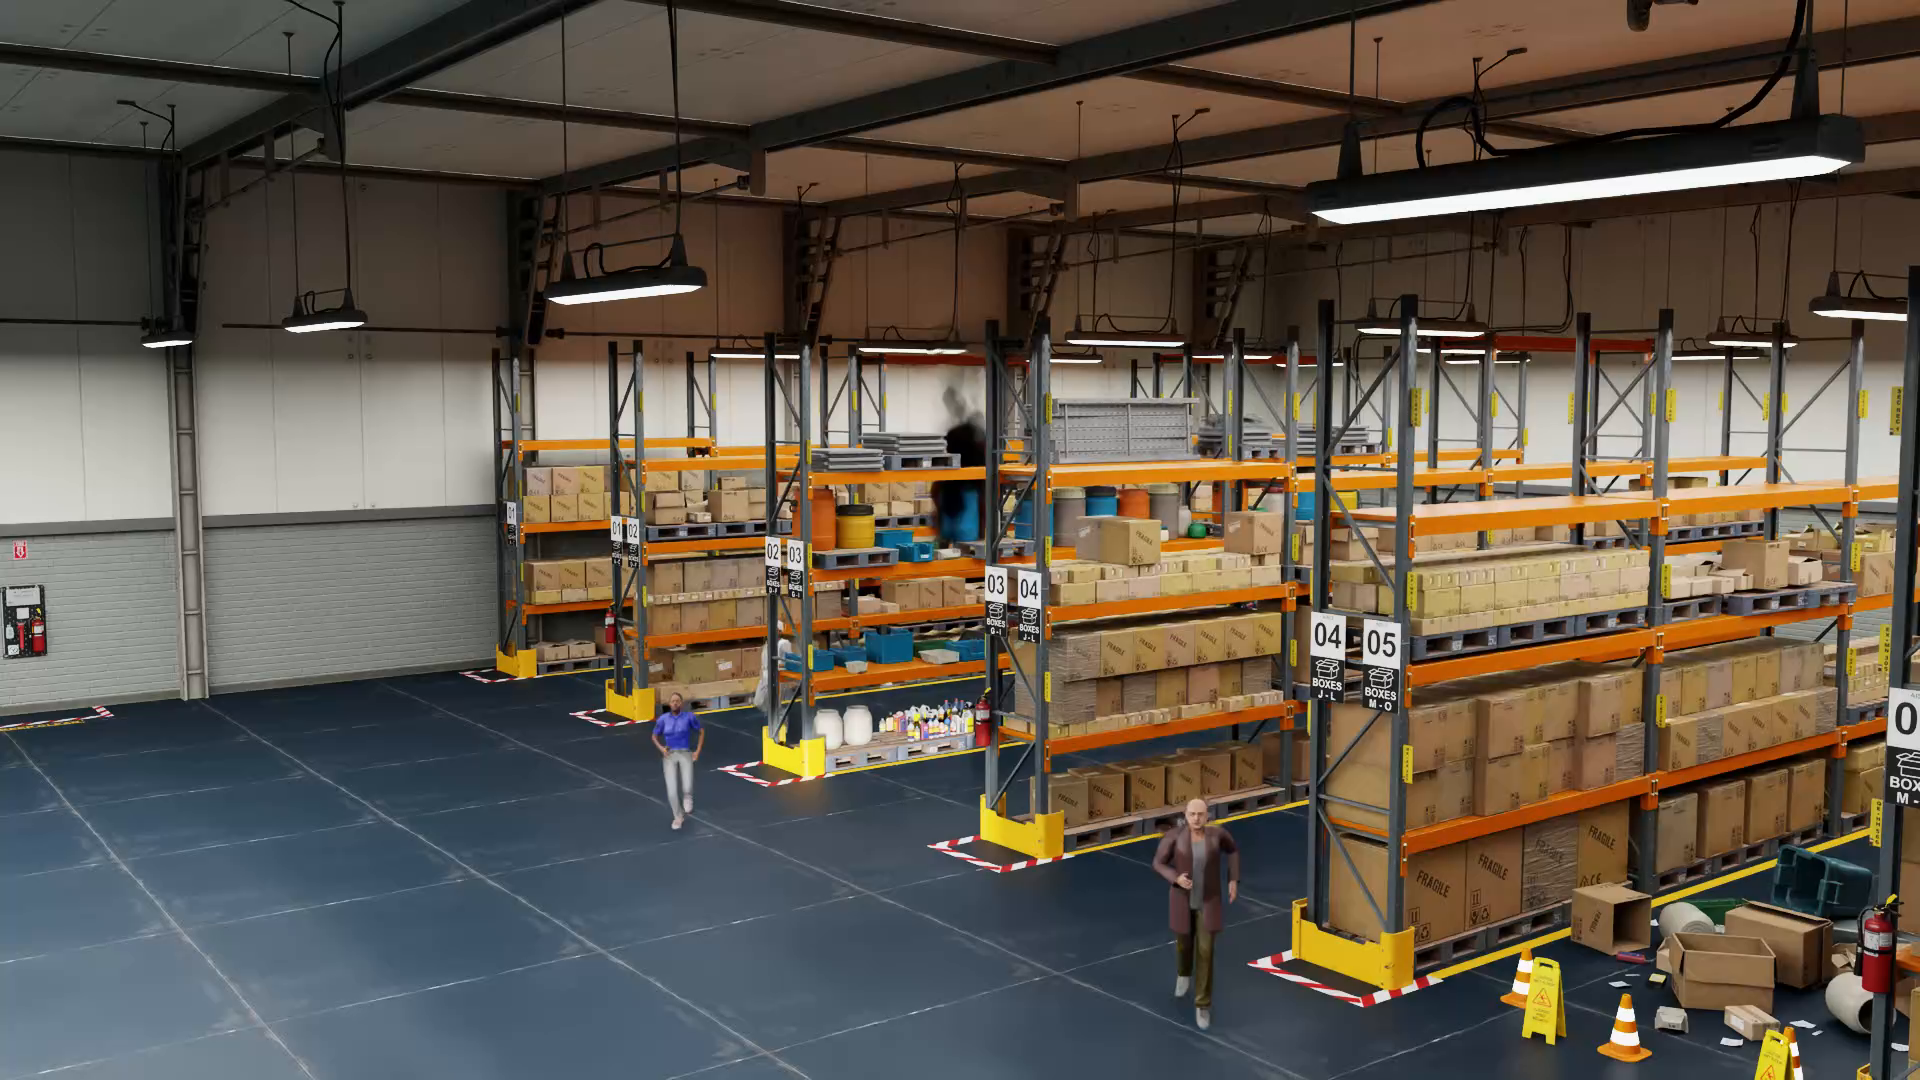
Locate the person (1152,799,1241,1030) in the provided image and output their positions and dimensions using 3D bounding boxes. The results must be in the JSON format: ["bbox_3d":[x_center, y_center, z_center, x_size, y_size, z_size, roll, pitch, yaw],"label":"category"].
[{"bbox_3d":[1.978,3.056,13.922,0.736,1.830,0.920,1,5,7],"label":"person"}]

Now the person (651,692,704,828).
[{"bbox_3d":[-3.368,2.626,19.865,0.629,1.618,0.515,-1,5,-9],"label":"person"}]

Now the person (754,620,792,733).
[{"bbox_3d":[-2.842,2.084,25.037,0.668,1.749,0.620,4,7,41],"label":"person"}]
